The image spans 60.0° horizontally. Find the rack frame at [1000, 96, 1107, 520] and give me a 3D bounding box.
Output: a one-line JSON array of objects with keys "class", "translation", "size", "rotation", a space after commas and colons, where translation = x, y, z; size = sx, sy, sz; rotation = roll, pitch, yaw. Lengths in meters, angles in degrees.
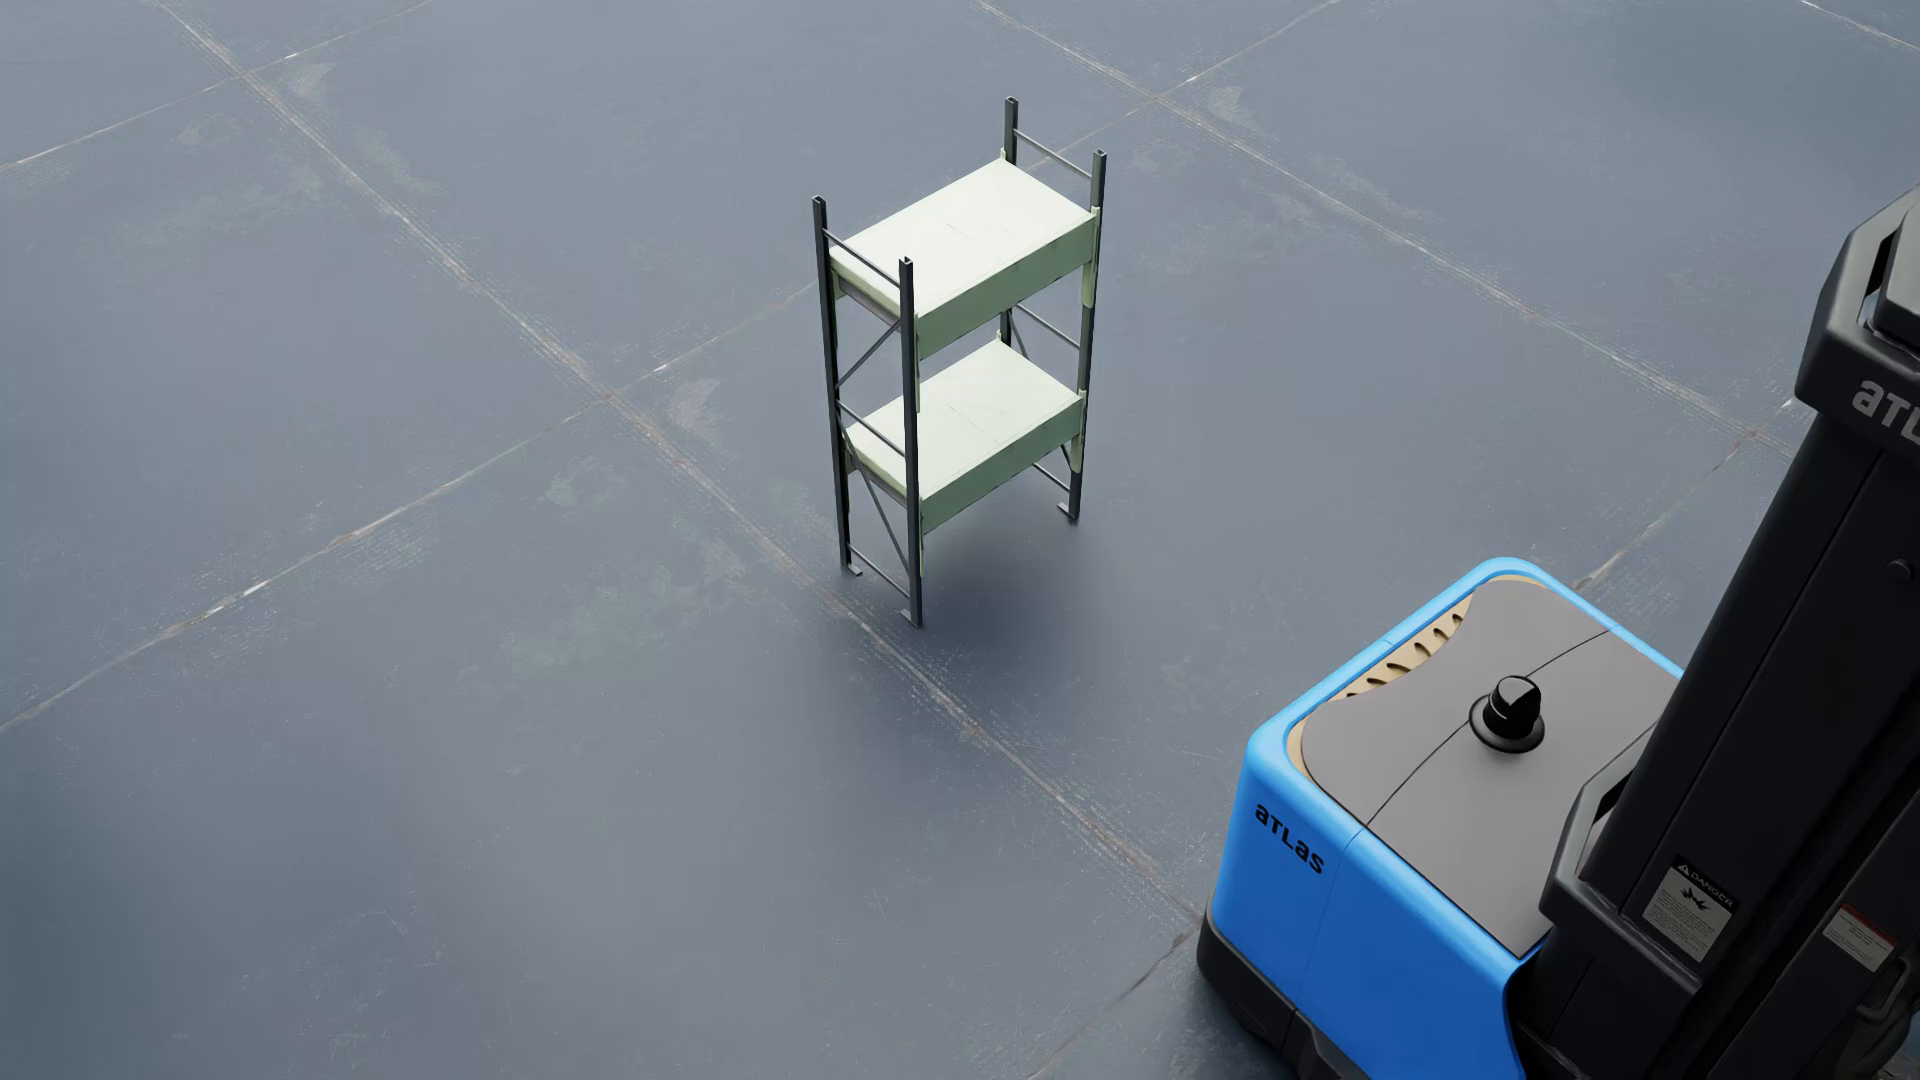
[{"class": "rack frame", "translation": [0.276, -0.693, 5.369], "size": [0.023, 1.500, 0.400], "rotation": [-34, 56, -27]}]

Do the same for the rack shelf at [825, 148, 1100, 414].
[{"class": "rack shelf", "translation": [0.005, -0.777, 4.915], "size": [0.720, 0.370, 0.431], "rotation": [-34, 56, -27]}]

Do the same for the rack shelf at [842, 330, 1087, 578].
[{"class": "rack shelf", "translation": [0.005, -0.291, 5.441], "size": [0.720, 0.370, 0.431], "rotation": [-34, 56, -27]}]

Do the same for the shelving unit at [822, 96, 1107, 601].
[{"class": "shelving unit", "translation": [0.007, -0.514, 5.203], "size": [0.748, 1.500, 0.431], "rotation": [-34, 56, -27]}]

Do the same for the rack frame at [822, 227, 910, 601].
[{"class": "rack frame", "translation": [-0.267, -0.332, 5.036], "size": [0.010, 1.308, 0.380], "rotation": [-34, 56, -27]}]
